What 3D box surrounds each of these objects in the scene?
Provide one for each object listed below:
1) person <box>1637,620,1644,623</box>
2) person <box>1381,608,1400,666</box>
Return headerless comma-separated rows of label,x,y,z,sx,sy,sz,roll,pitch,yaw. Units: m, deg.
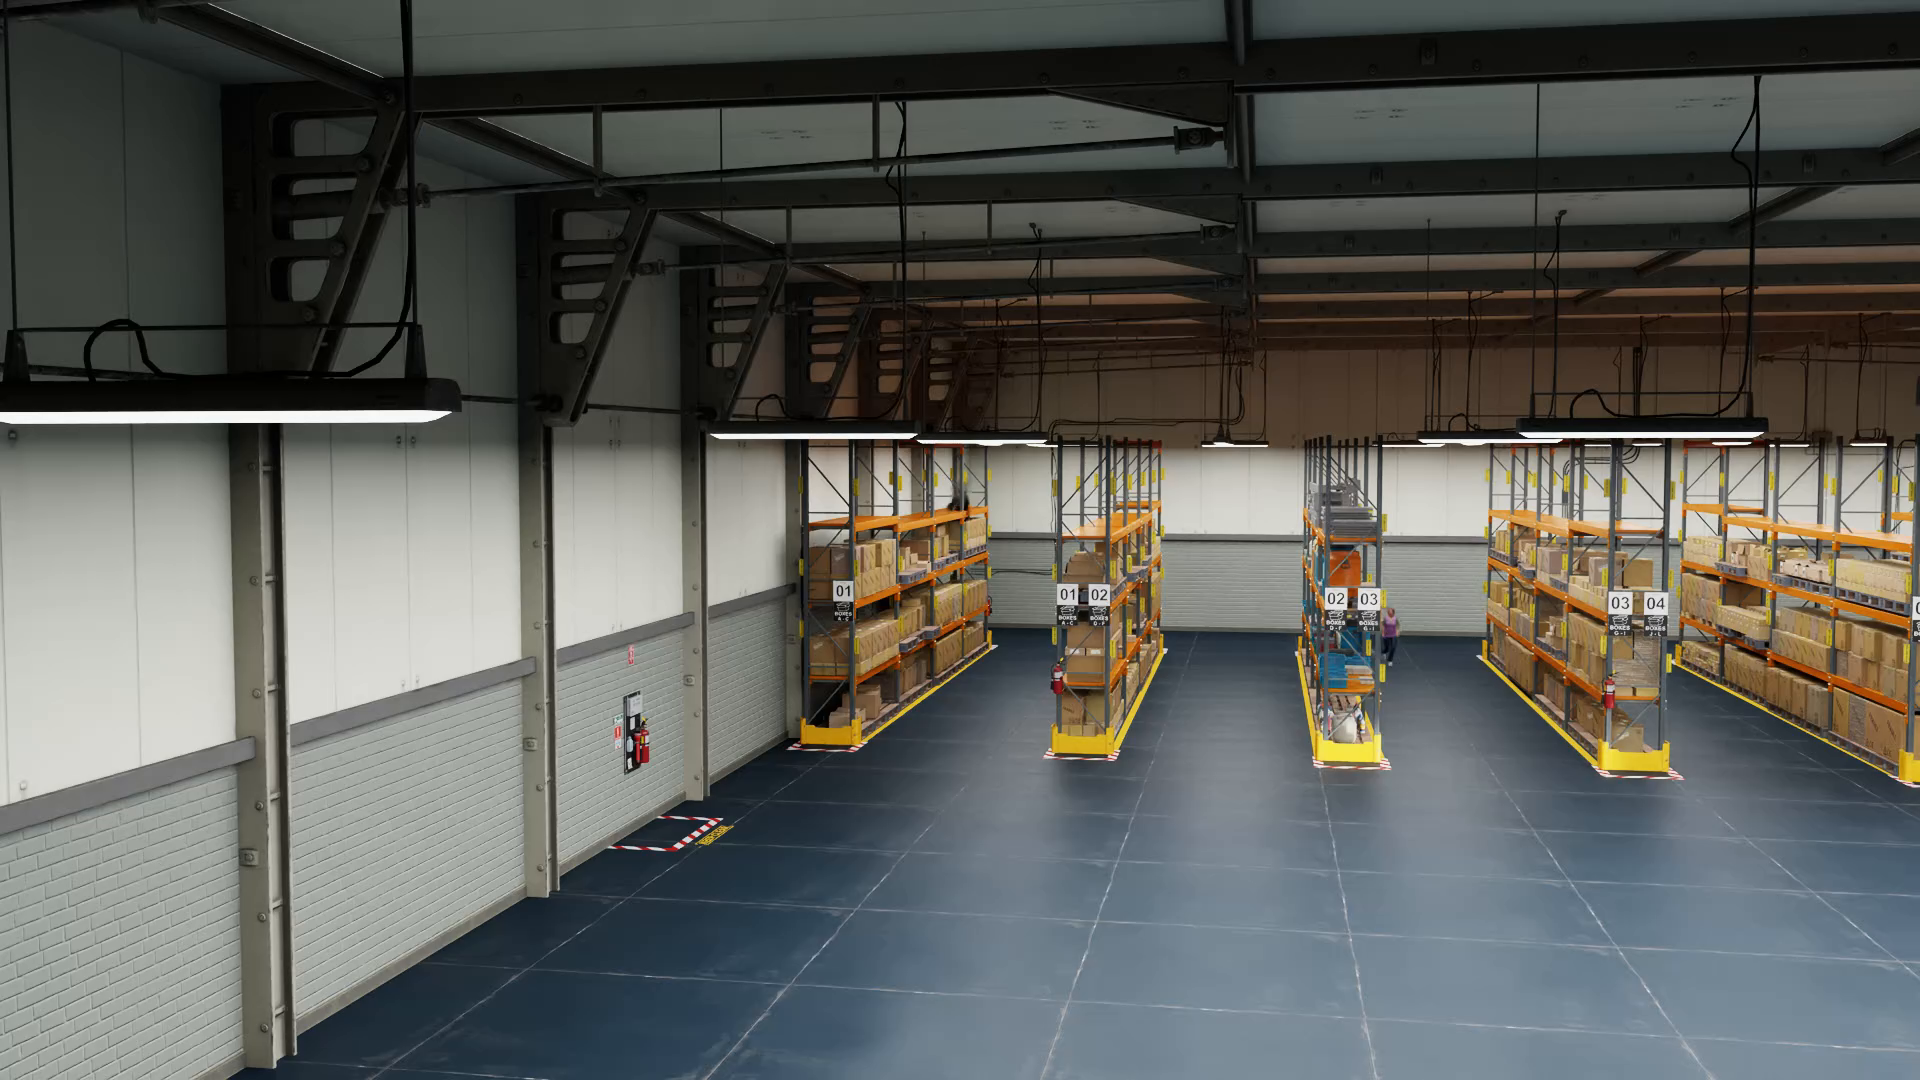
person,18.124,2.472,44.422,0.577,1.676,0.748,1,3,12
person,11.452,2.562,44.314,0.520,1.559,0.633,0,3,3
